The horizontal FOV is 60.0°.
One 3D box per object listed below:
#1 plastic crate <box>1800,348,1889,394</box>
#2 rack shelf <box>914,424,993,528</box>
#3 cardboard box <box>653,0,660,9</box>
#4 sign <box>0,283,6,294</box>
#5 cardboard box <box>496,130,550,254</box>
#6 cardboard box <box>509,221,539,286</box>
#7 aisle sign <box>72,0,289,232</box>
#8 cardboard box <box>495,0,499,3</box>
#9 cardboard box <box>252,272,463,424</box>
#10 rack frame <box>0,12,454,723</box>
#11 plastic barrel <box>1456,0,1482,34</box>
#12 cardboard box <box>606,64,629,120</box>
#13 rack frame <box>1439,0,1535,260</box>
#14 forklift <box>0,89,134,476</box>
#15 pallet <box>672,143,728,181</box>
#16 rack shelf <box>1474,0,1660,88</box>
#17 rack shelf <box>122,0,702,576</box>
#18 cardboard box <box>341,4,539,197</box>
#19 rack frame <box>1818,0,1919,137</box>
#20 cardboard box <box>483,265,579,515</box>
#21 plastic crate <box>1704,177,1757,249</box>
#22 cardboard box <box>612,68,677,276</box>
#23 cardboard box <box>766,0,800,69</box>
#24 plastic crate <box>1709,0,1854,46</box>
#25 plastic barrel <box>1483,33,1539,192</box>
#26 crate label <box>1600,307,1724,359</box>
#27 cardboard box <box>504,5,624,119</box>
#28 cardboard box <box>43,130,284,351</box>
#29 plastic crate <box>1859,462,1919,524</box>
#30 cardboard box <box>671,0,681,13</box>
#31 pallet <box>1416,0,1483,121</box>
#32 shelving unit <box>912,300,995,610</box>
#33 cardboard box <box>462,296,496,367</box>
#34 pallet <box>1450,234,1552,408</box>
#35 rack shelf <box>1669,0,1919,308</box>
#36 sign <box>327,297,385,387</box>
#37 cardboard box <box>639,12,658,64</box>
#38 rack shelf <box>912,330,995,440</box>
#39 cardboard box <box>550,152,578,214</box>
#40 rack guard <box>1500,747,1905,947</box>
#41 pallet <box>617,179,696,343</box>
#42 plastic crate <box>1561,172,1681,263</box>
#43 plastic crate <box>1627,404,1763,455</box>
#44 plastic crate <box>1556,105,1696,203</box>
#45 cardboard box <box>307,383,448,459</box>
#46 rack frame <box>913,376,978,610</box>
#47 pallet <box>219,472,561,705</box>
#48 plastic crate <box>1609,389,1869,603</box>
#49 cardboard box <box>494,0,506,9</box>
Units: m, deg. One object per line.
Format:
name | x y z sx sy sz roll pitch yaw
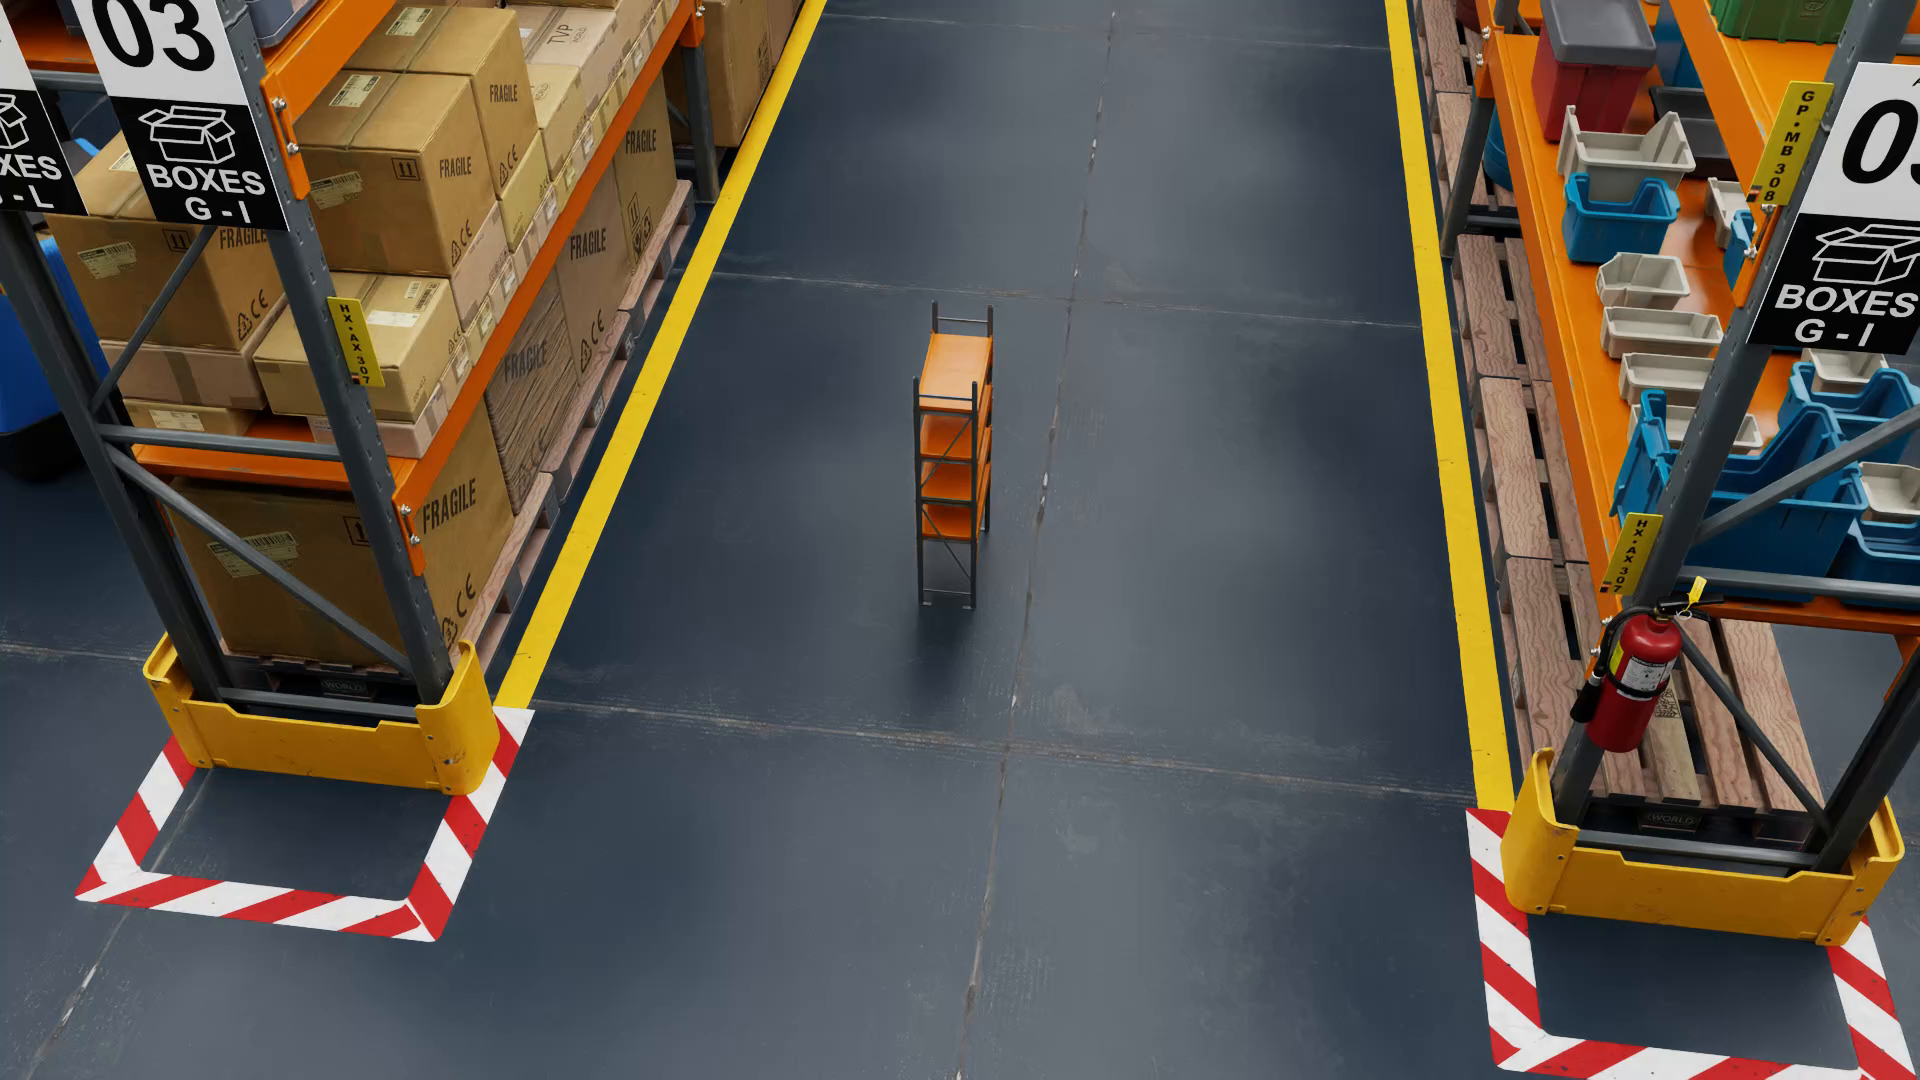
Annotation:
plastic crate | 3.107 -0.595 5.867 0.250 0.136 0.298 5 44 6
rack shelf | -0.022 -0.274 6.787 0.258 0.148 0.480 5 44 6
cardboard box | -1.645 -2.762 7.901 0.500 0.250 0.500 4 44 5
sign | -2.912 -0.873 4.998 0.100 0.325 0.005 5 44 6
cardboard box | -1.913 -1.361 6.420 0.500 0.250 0.500 4 44 4
cardboard box | -1.868 -1.129 6.465 0.380 0.149 0.250 4 44 5
aisle sign | -2.088 -1.175 4.441 0.394 0.787 0.004 5 44 6
cardboard box | -2.237 -2.721 7.312 0.500 0.500 0.500 5 44 6
cardboard box | -2.045 -0.664 5.684 0.500 0.250 0.500 4 44 4
rack frame | -2.376 -0.308 5.415 1.000 3.000 0.127 5 44 6
plastic barrel | 3.394 -3.482 10.216 0.600 0.588 0.708 5 44 6
cardboard box | -1.698 -2.003 7.389 0.380 0.149 0.250 6 44 6
rack frame | 3.062 -2.583 7.819 1.000 3.000 0.127 5 44 6
forklift | -4.903 -2.264 7.532 1.130 2.935 3.031 -34 53 -30
pallet | -1.820 -2.554 9.816 1.003 0.211 1.213 5 44 6
rack shelf | 3.327 -3.685 9.506 1.077 0.370 4.000 5 44 6
rack shelf | -2.112 -1.409 7.102 1.077 0.370 4.000 5 44 6
cardboard box | -1.916 -1.630 6.160 0.500 0.500 0.500 4 44 4
rack frame | 2.534 -2.036 2.877 1.000 3.000 0.127 5 44 6
cardboard box | -2.250 -0.752 7.125 0.875 0.875 0.875 5 44 6
plastic crate | 3.130 -1.295 6.607 0.293 0.136 0.466 5 44 6
cardboard box | -2.014 -1.972 8.413 0.875 0.875 0.875 5 44 6
cardboard box | -1.665 -3.462 9.986 1.225 0.875 0.875 4 44 4
plastic crate | 2.381 -1.568 4.719 0.450 0.188 0.336 5 44 6
plastic barrel | 3.151 -2.343 8.786 0.600 0.901 0.708 5 44 6
crate label | 2.527 -0.744 6.024 0.396 0.136 0.243 5 44 6
cardboard box | -1.779 -2.062 7.161 0.500 0.250 0.500 6 44 6
cardboard box | -2.572 -0.989 5.483 0.500 0.500 0.500 6 44 6
plastic crate | 3.017 -0.133 5.379 0.250 0.136 0.298 5 44 6
cardboard box | -1.563 -2.705 8.130 0.380 0.149 0.250 5 44 6
pallet | 3.365 -2.927 10.210 1.003 0.211 1.213 5 44 6
shelving unit | -0.022 -0.323 6.741 0.258 1.200 0.503 5 44 6
cardboard box | -1.936 -0.778 6.095 0.380 0.149 0.250 4 44 5
pallet | 3.004 -1.066 8.245 1.003 0.211 1.213 5 44 6
rack shelf | 2.798 -2.048 5.595 1.077 0.370 4.000 5 44 6
sign | -1.827 -0.596 5.033 0.100 0.325 0.005 5 44 6
cardboard box | -1.631 -2.354 7.760 0.380 0.149 0.250 5 44 5
rack shelf | -0.022 -0.608 6.470 0.258 0.148 0.480 5 44 6
cardboard box | -1.800 -1.477 6.833 0.380 0.149 0.250 4 44 4
rack guard | 2.543 1.068 5.781 1.175 0.500 0.348 5 44 6
pallet | -2.025 -1.510 8.713 1.003 0.211 1.213 5 44 6
plastic crate | 2.551 -1.241 6.480 0.416 0.233 0.300 5 44 6
plastic crate | 2.462 -0.356 5.614 0.396 0.136 0.243 5 44 6
plastic crate | 2.678 -1.538 6.758 0.437 0.282 0.530 5 44 6
cardboard box | -2.002 -0.428 5.726 0.380 0.149 0.250 6 44 6
rack frame | -0.054 -0.157 6.565 0.240 1.200 0.015 5 44 6
pallet | -2.348 0.153 6.957 1.003 0.211 1.213 5 44 6
plastic crate | 2.393 -0.137 5.166 0.616 0.435 0.499 5 44 6
cardboard box | -2.240 -2.452 7.573 0.500 0.250 0.500 5 44 5
